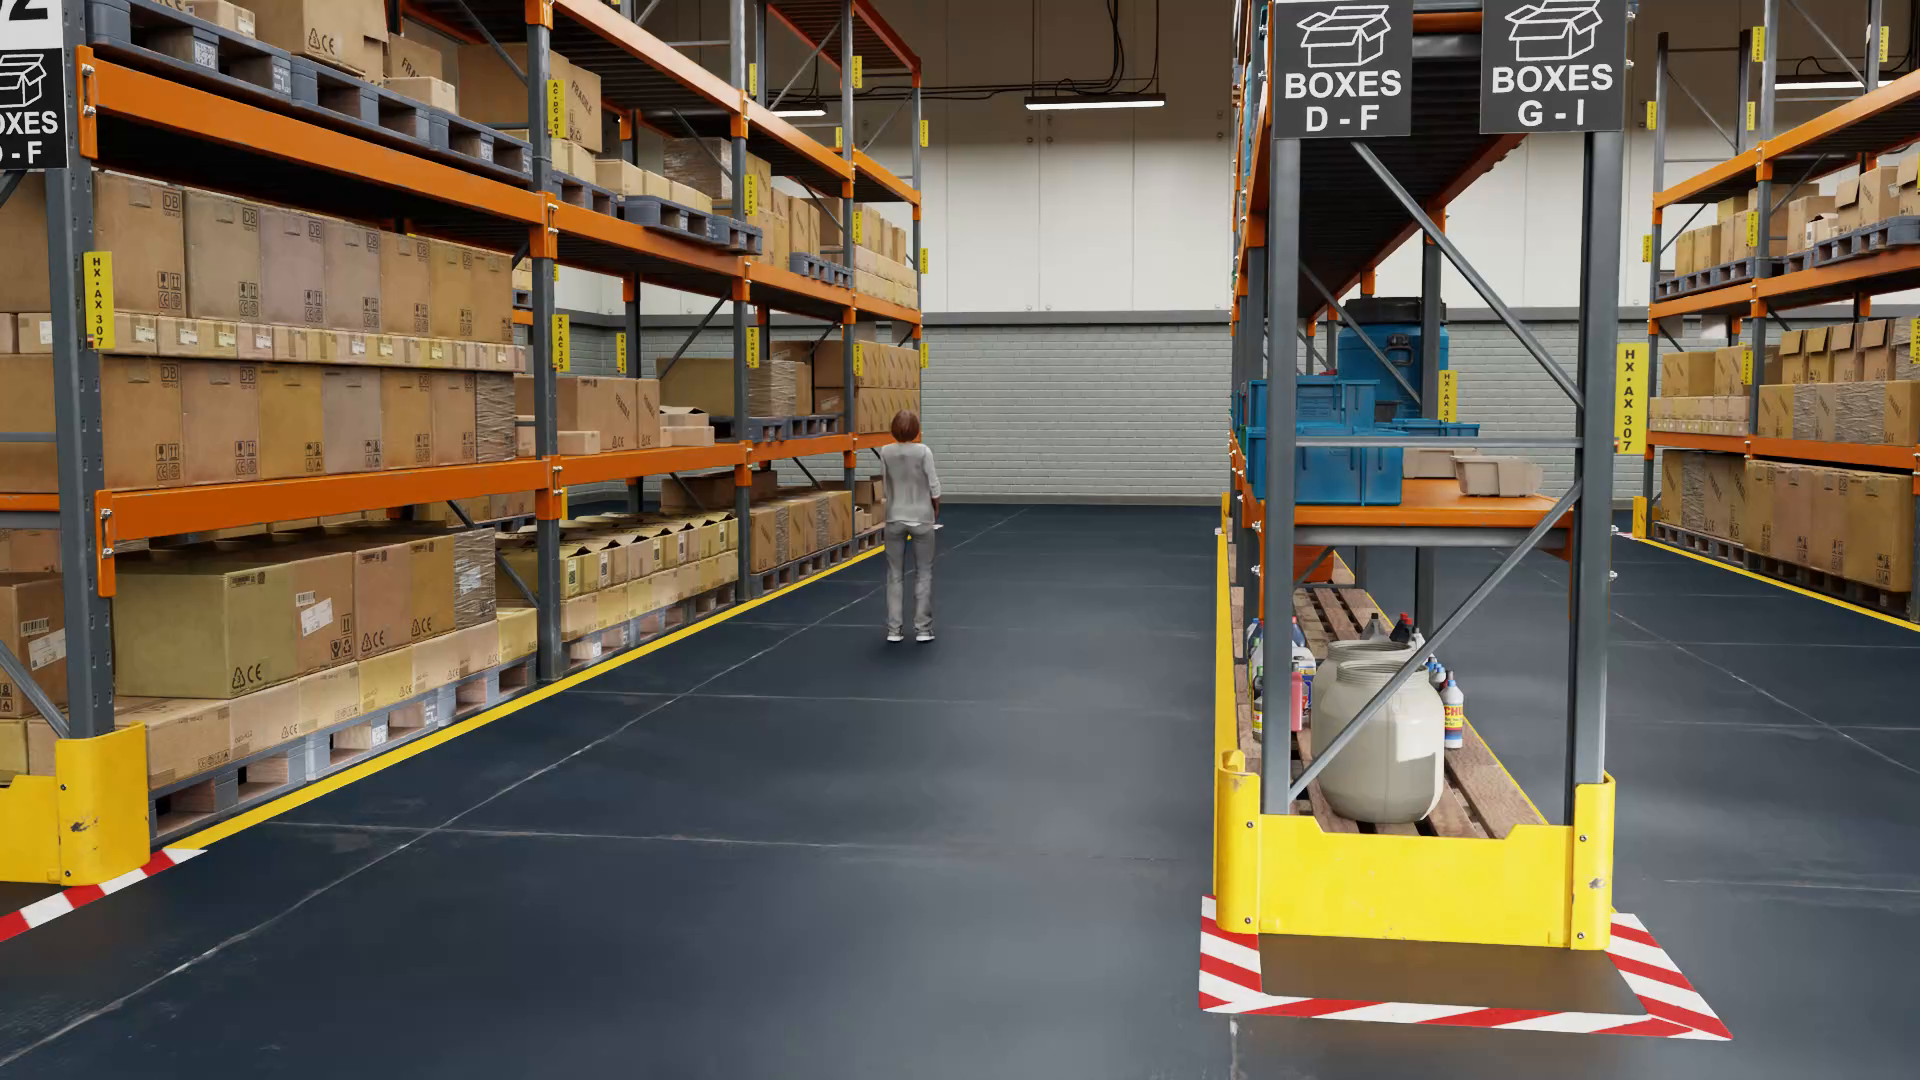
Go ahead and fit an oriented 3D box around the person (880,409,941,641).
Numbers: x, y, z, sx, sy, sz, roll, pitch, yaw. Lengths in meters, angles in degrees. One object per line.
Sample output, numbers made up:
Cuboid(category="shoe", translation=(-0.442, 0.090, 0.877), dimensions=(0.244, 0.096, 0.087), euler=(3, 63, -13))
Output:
Cuboid(category="person", translation=(-0.331, -0.103, 11.420), dimensions=(0.404, 1.593, 0.494), euler=(1, 5, 10))
